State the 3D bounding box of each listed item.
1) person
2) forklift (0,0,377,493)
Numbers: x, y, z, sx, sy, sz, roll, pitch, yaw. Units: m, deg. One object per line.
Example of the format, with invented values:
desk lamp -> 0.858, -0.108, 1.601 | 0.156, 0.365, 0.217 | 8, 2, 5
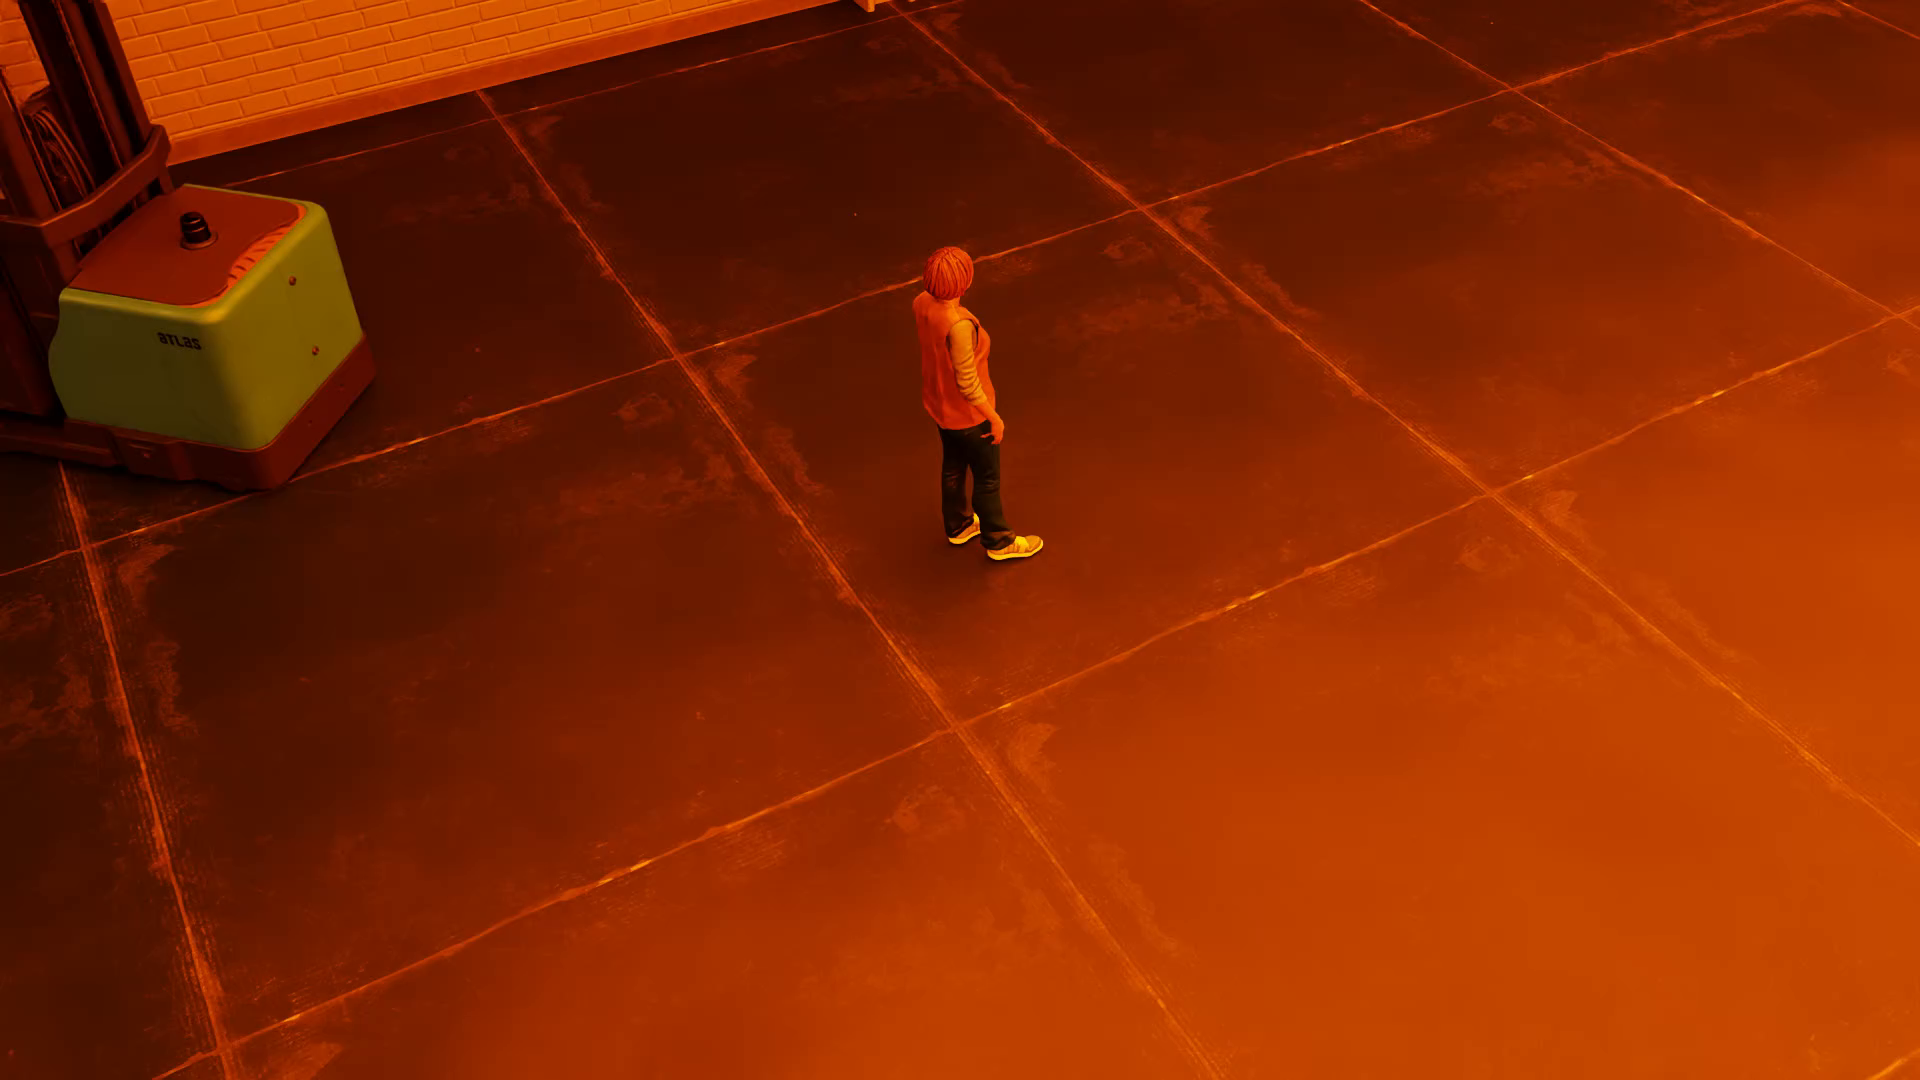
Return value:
person -> 0.071, -0.607, 7.323 | 0.476, 1.597, 0.520 | -21, 47, -21
forklift -> -4.619, -1.849, 7.691 | 3.031, 2.935, 1.130 | 10, 44, 11
